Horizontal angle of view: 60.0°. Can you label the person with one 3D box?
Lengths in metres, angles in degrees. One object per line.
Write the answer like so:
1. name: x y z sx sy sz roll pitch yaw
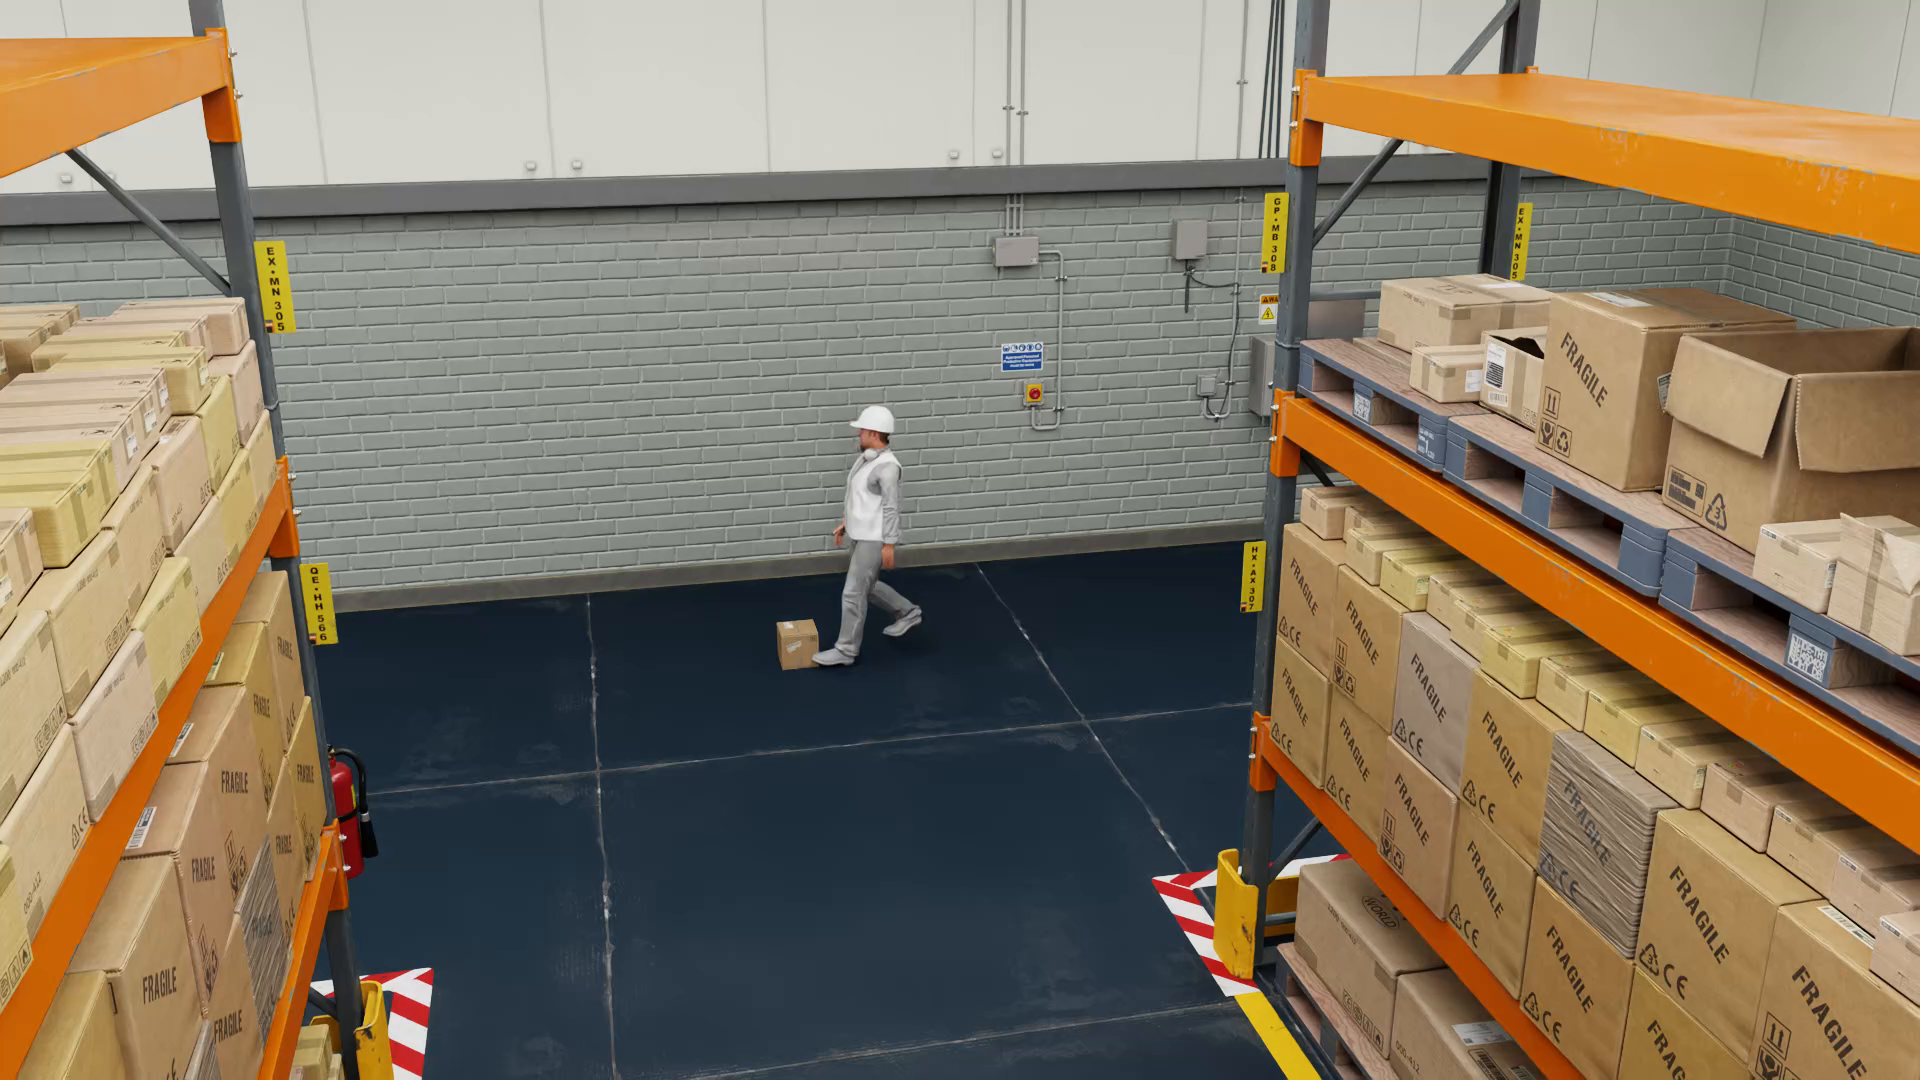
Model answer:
1. person: -0.637 -0.045 11.185 0.844 1.747 0.549 -6 20 -16
